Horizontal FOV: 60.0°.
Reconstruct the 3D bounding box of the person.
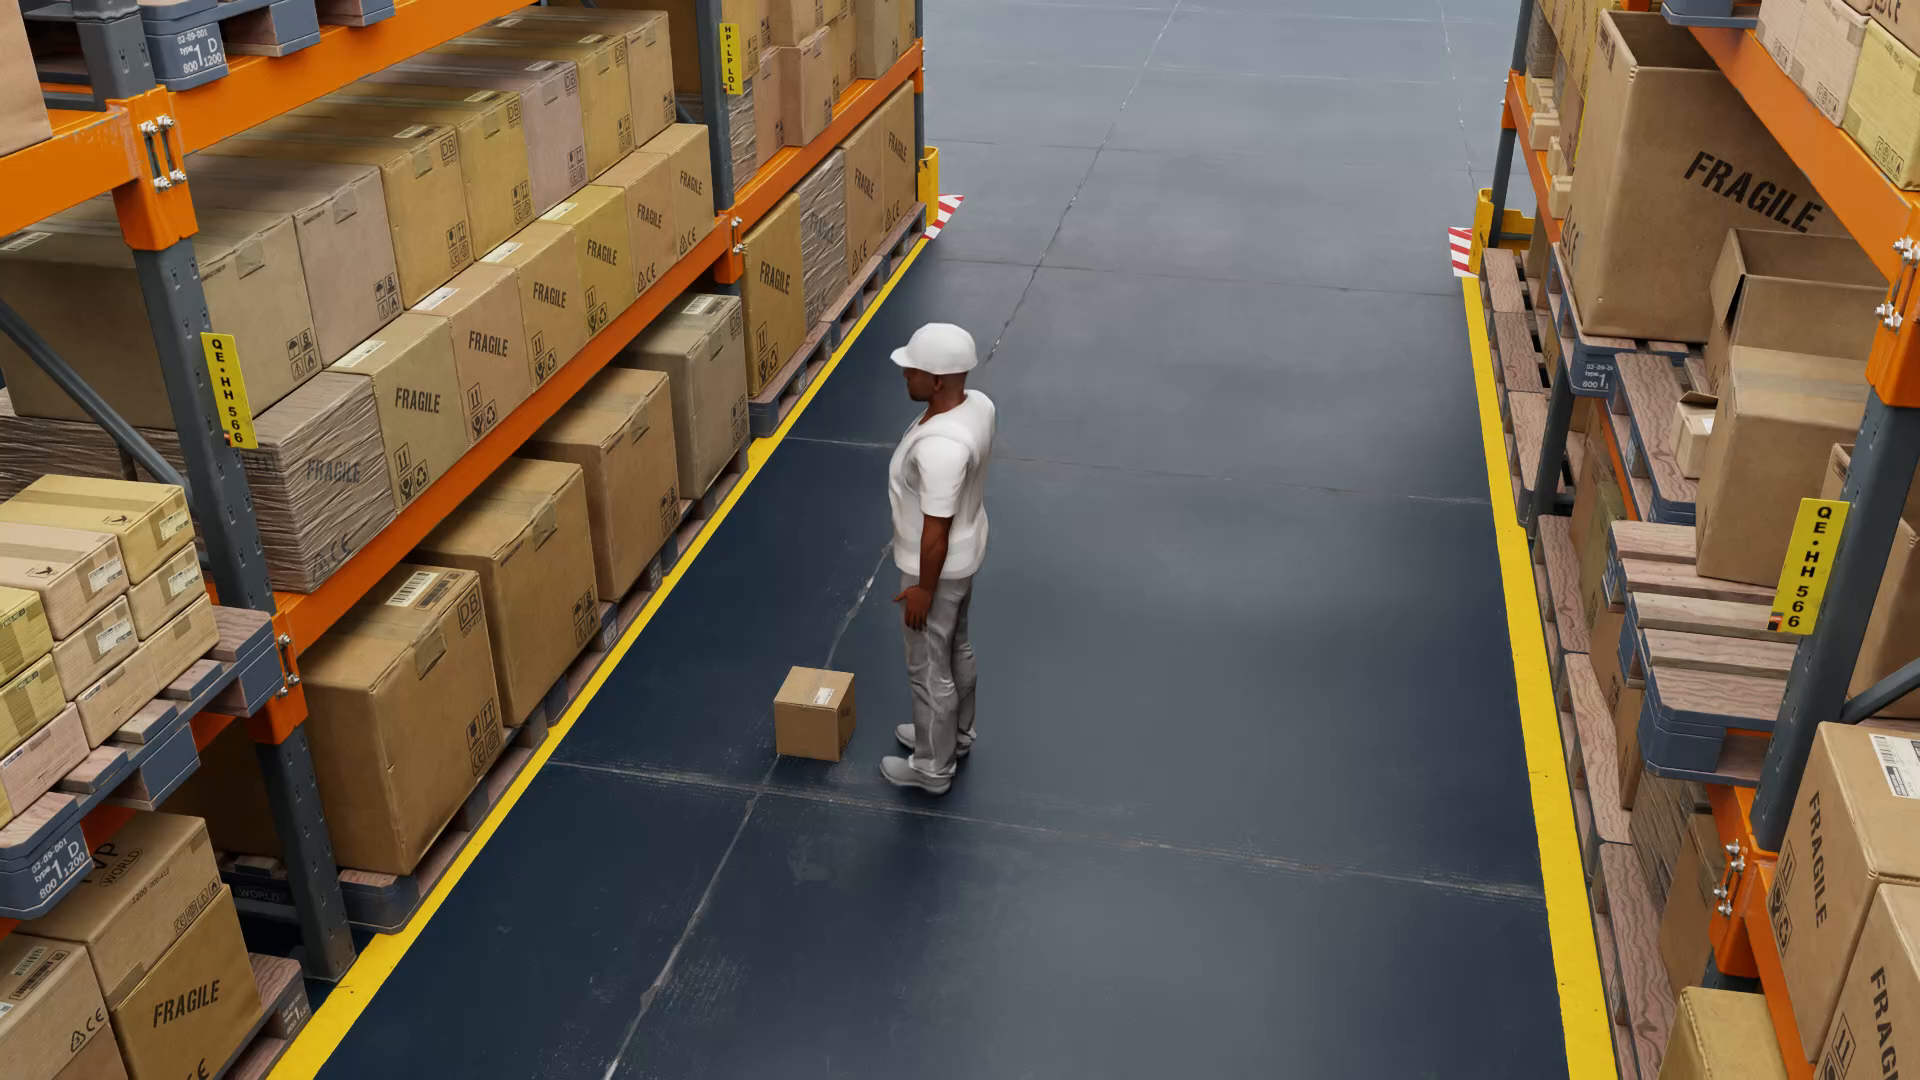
[{"bbox_3d":[-0.092,0.056,5.996,0.384,1.775,0.583,6,29,11],"label":"person"}]
